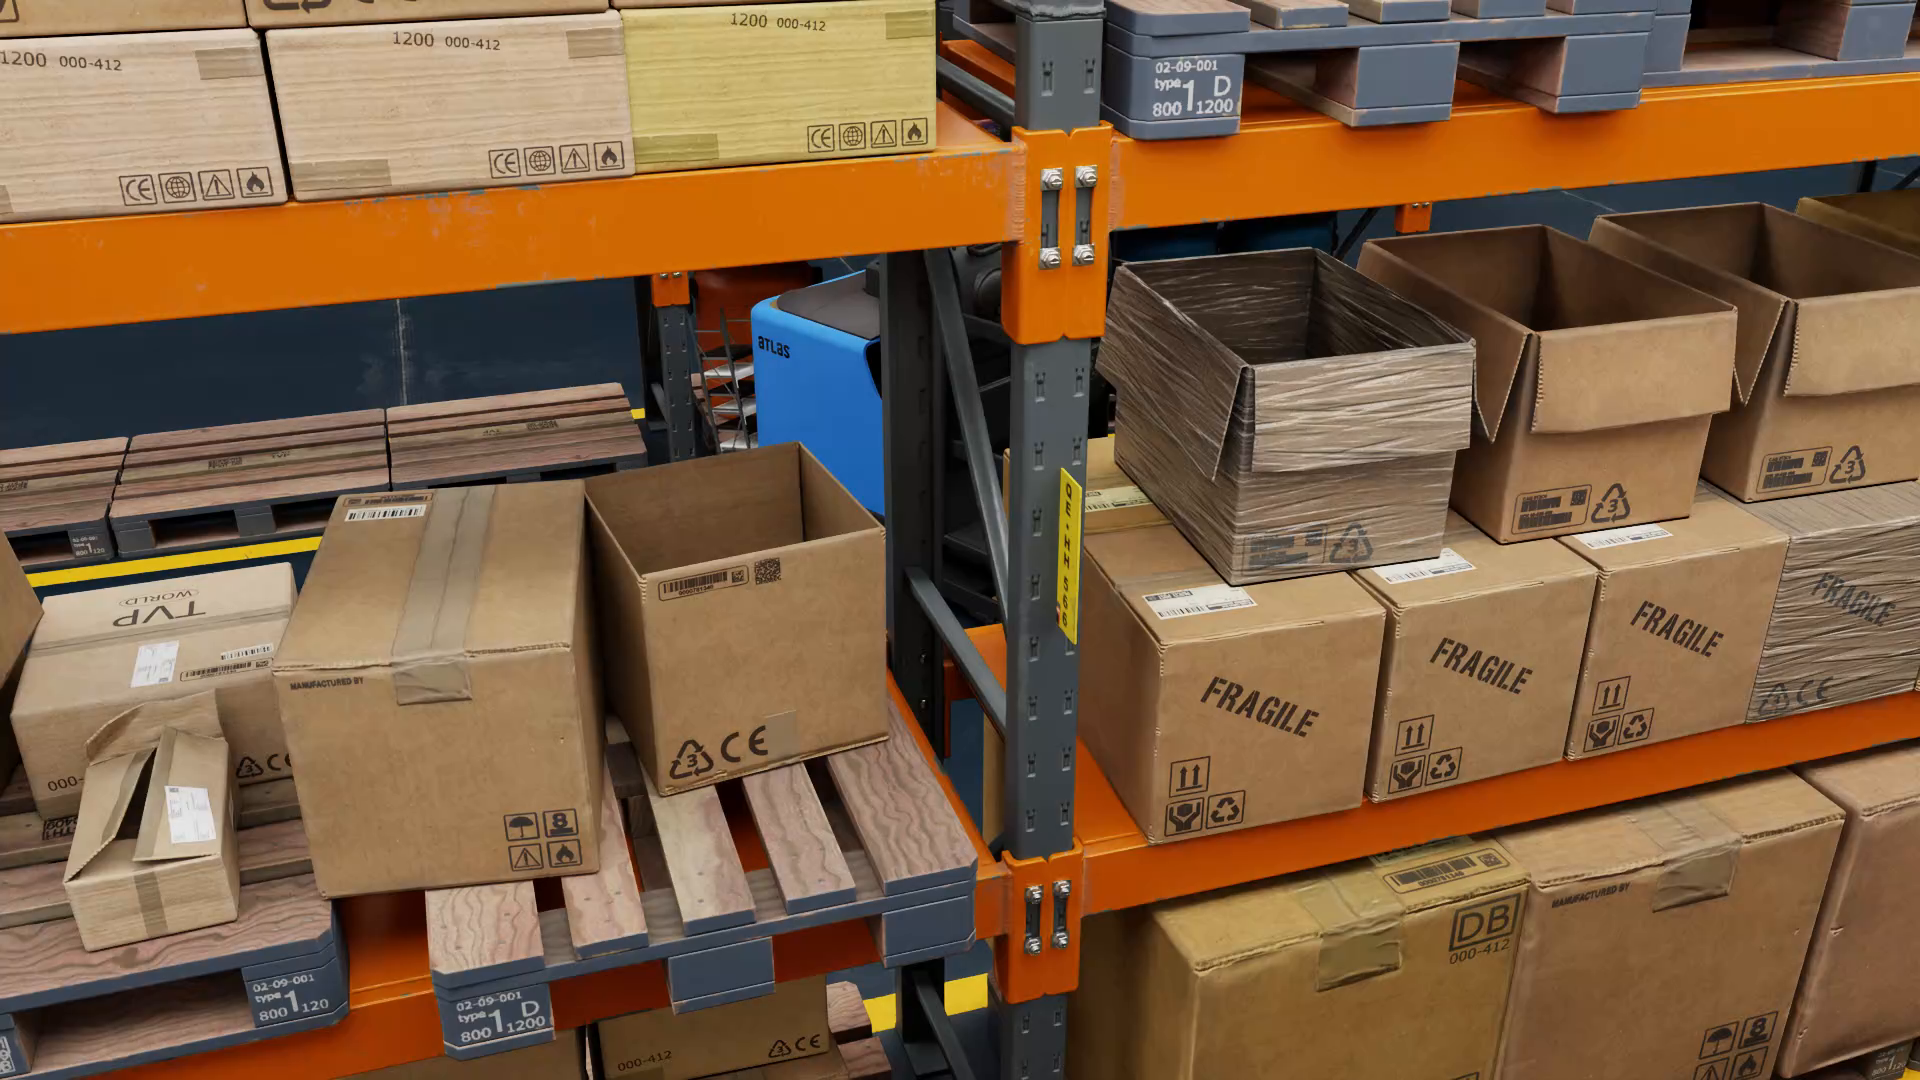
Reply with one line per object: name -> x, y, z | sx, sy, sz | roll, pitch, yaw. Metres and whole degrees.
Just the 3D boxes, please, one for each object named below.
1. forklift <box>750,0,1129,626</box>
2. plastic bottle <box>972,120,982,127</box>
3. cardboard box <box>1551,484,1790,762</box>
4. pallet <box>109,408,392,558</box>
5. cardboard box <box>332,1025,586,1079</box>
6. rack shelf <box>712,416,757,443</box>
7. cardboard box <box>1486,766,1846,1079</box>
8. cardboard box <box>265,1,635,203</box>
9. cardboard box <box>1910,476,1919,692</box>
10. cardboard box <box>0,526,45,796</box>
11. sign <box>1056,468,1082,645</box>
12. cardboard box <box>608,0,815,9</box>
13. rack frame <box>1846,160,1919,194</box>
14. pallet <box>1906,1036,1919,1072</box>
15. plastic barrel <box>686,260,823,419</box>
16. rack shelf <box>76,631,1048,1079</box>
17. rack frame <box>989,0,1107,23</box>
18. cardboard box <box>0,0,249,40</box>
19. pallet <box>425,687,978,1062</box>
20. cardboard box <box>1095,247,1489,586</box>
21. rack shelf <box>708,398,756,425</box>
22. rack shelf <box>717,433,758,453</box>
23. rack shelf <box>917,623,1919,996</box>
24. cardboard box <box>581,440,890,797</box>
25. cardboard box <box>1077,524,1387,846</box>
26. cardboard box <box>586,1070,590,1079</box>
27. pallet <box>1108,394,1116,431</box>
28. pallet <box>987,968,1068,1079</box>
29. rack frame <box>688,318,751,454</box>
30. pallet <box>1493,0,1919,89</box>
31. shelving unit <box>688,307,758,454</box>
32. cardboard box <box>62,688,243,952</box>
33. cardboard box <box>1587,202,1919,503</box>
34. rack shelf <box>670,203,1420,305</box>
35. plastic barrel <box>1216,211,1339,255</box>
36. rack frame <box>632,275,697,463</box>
forklift -> 0.453, -1.121, 6.712 | 3.031, 2.935, 1.130 | 23, 34, 38
plastic bottle -> 0.050, -2.113, 8.765 | 0.133, 0.283, 0.061 | -8, 28, -16
cardboard box -> 1.547, 0.146, 3.970 | 0.500, 0.500, 0.500 | -9, 28, -17
pallet -> -3.416, -0.302, 8.121 | 1.213, 0.211, 1.003 | -8, 28, -16
cardboard box -> -1.105, 1.056, 3.724 | 0.500, 0.250, 0.500 | -5, 27, -10
rack shelf -> -1.037, -0.540, 8.051 | 0.258, 0.077, 0.200 | 6, 24, 40
cardboard box -> 1.537, 0.844, 4.593 | 0.875, 0.875, 1.225 | -8, 28, -16
cardboard box -> -0.819, -0.747, 2.676 | 0.500, 0.250, 0.500 | -8, 28, -16
cardboard box -> 2.500, 0.011, 4.242 | 0.500, 0.500, 0.500 | -9, 28, -17
cardboard box -> -2.159, 0.325, 3.133 | 0.637, 0.503, 0.797 | -5, 27, -11
sign -> 0.201, 0.032, 3.100 | 0.005, 0.325, 0.100 | -8, 28, -16
cardboard box -> -0.352, -1.154, 2.654 | 0.500, 0.500, 0.500 | -8, 27, -15
rack frame -> 6.097, -2.909, 10.237 | 0.127, 3.000, 1.000 | -8, 28, -16
pallet -> 3.117, 1.123, 5.251 | 1.213, 0.211, 1.003 | -8, 28, -16
plastic barrel -> -1.049, -1.098, 8.557 | 0.708, 0.830, 0.600 | -8, 28, -16
rack shelf -> -1.877, 0.884, 3.405 | 4.000, 0.370, 1.077 | -8, 28, -16
rack frame -> 0.024, -2.401, 2.466 | 0.127, 3.000, 1.000 | -8, 28, -16
cardboard box -> -1.311, -1.017, 2.378 | 0.500, 0.500, 0.500 | -8, 27, -15
pallet -> -0.620, 0.516, 3.554 | 1.003, 0.211, 1.213 | -8, 28, -16
cardboard box -> 0.725, -0.301, 3.743 | 0.637, 0.503, 0.797 | -7, 27, -14
rack shelf -> -1.052, -0.624, 8.023 | 0.258, 0.077, 0.200 | 6, 24, 40
rack shelf -> -1.021, -0.456, 8.079 | 0.258, 0.077, 0.200 | 6, 24, 40
rack shelf -> 1.926, 0.333, 4.514 | 4.000, 0.370, 1.077 | -8, 28, -16
cardboard box -> -0.477, 0.145, 3.500 | 0.500, 0.500, 0.500 | -12, 29, -22
cardboard box -> 0.571, 0.290, 3.680 | 0.500, 0.500, 0.500 | -7, 27, -15
cardboard box -> -1.130, 1.392, 3.890 | 0.500, 0.500, 0.700 | -11, 28, -20
pallet -> 0.385, -0.851, 9.227 | 1.213, 0.211, 1.003 | -8, 28, -16
pallet -> 0.797, 1.459, 4.574 | 1.213, 0.211, 1.003 | -8, 28, -16
rack frame -> -1.121, -0.621, 7.941 | 0.240, 0.900, 0.006 | 6, 24, 40
pallet -> 1.683, -1.239, 3.711 | 1.213, 0.211, 1.003 | -7, 27, -14
shelving unit -> -1.057, -0.656, 8.013 | 0.258, 0.900, 0.210 | 6, 24, 40
cardboard box -> -1.478, 0.502, 3.044 | 0.258, 0.266, 0.396 | -9, 28, -18
cardboard box -> 1.981, -0.485, 4.113 | 0.637, 0.503, 0.797 | -7, 27, -14
rack shelf -> 0.392, -1.761, 8.732 | 4.000, 0.370, 1.077 | -8, 28, -16
plastic barrel -> 1.771, -1.539, 9.364 | 0.708, 0.901, 0.600 | -8, 28, -16
rack frame -> -1.509, -1.808, 8.018 | 0.127, 3.000, 1.000 | -8, 28, -16
